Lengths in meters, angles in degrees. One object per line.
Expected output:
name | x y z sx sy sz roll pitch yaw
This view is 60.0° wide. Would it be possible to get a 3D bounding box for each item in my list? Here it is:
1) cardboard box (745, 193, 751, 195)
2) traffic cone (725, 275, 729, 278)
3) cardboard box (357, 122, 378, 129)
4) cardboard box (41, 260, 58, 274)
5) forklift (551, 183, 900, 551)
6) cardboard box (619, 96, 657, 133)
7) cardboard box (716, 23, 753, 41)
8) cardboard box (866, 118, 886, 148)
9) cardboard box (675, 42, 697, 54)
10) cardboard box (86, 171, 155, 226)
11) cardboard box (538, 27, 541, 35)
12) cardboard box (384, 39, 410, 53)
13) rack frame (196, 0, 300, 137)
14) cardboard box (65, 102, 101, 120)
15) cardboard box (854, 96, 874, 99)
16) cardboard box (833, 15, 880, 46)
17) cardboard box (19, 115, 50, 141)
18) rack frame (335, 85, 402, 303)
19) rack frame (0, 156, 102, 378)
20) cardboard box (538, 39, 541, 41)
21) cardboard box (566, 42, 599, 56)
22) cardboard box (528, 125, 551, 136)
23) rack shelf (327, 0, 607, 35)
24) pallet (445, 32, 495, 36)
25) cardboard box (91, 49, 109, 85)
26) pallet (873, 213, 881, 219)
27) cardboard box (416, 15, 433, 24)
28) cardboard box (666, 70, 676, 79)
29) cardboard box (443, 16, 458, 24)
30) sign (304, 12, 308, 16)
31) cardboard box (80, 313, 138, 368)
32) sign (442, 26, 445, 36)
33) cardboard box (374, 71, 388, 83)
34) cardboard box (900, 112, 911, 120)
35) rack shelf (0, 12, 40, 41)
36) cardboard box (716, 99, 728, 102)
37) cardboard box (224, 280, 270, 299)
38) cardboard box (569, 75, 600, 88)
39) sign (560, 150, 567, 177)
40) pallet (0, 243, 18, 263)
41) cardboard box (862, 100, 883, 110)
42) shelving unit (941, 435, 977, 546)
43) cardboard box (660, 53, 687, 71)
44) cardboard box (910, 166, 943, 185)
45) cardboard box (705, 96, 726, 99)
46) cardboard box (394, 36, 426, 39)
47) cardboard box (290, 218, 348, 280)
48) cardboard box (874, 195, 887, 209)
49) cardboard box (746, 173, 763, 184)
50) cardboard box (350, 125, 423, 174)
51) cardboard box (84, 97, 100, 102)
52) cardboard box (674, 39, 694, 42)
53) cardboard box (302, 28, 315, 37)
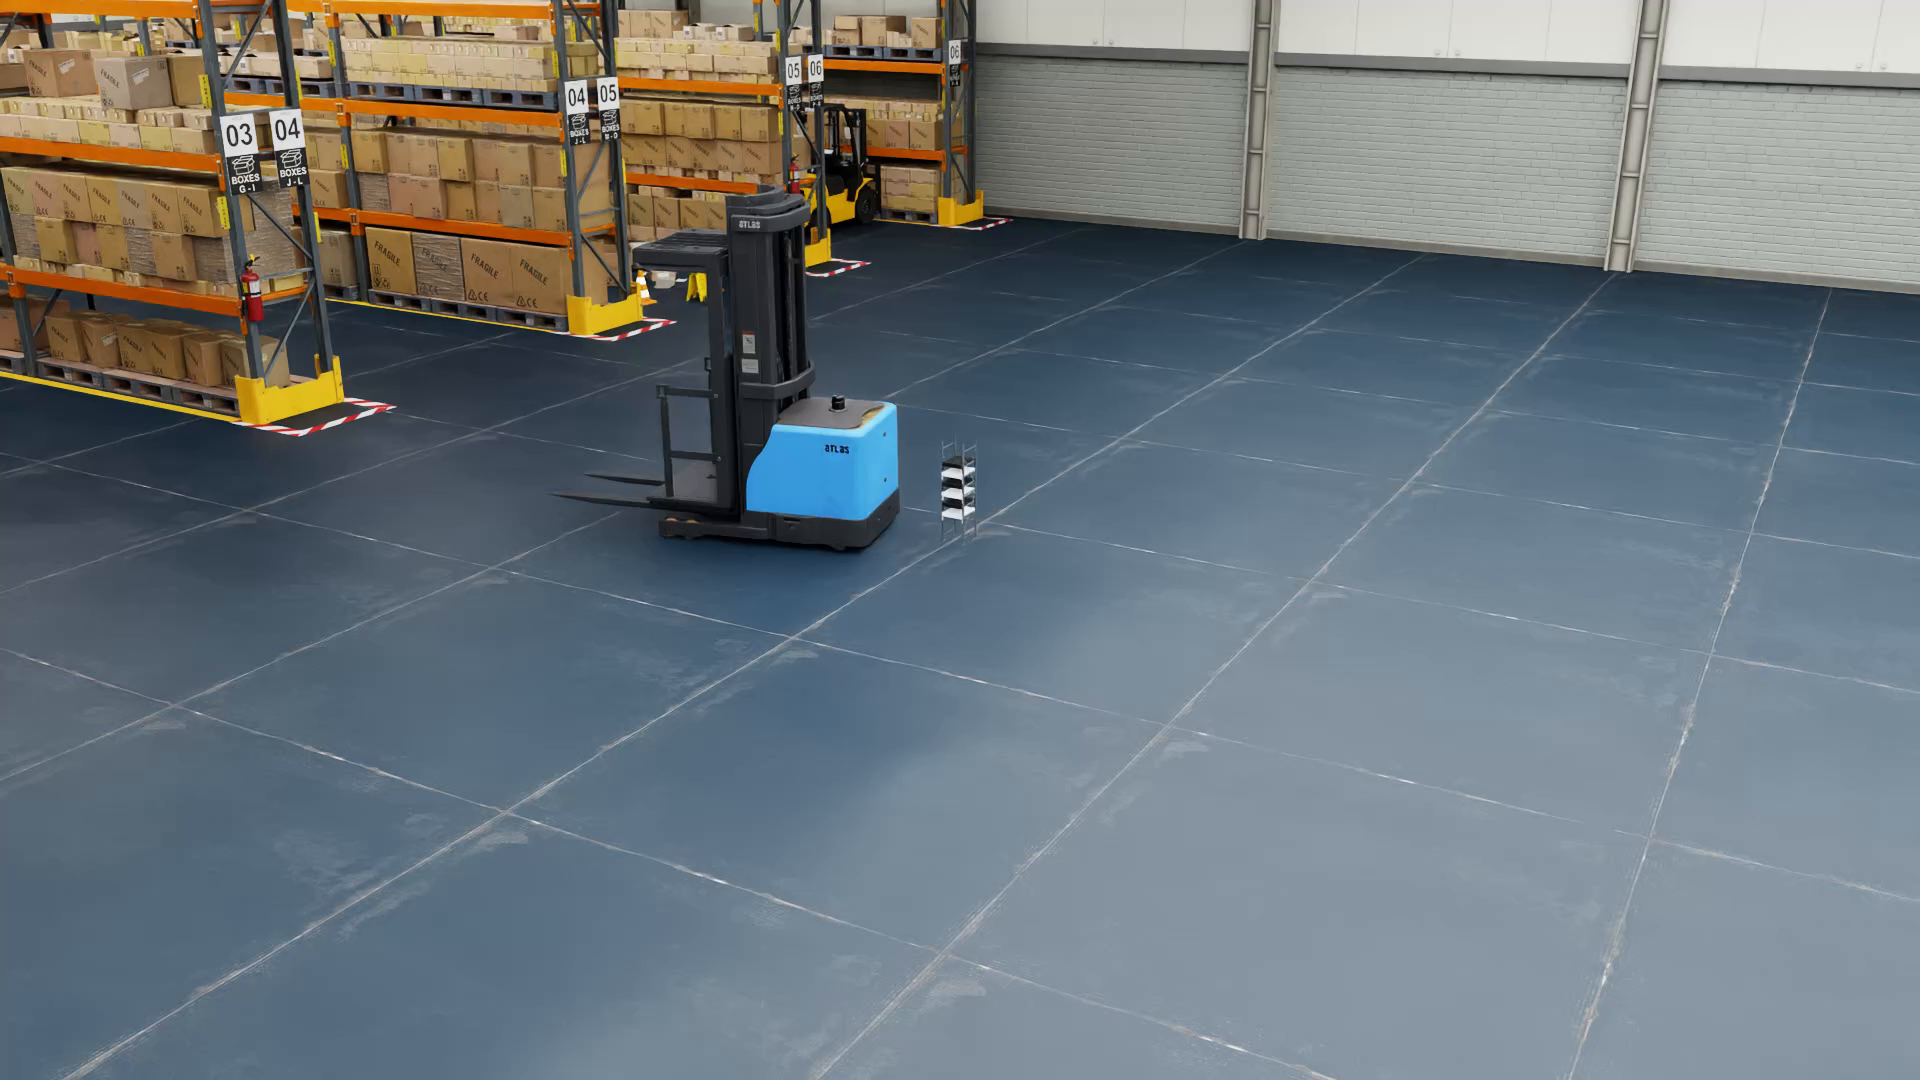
cardboard box | -3.473 -5.334 26.986 0.500 0.500 0.500 10 22 25
traffic cone | -3.429 -4.265 25.445 0.334 0.463 0.336 11 23 27
cardboard box | -10.405 -7.354 29.727 0.500 0.250 0.500 10 22 26
cardboard box | -10.265 -3.163 19.055 0.250 0.149 0.380 11 23 27
forklift | -2.113 -1.551 14.342 3.031 2.935 1.130 5 21 15
cardboard box | -5.203 -6.863 26.837 0.500 0.500 0.700 11 23 28
cardboard box | -4.250 -9.574 31.330 0.500 0.311 0.500 10 22 26
cardboard box | -1.461 -7.473 30.422 0.500 0.500 0.500 10 22 26
cardboard box | -4.219 -7.650 25.857 0.250 0.149 0.380 11 23 29
cardboard box | -9.165 -3.746 18.243 0.500 0.500 0.500 11 23 27
cardboard box | -8.284 -10.278 33.537 0.250 0.149 0.380 11 23 28
cardboard box | -7.425 -6.568 22.111 0.250 0.149 0.380 10 22 26
rack frame | -7.257 -5.640 16.718 0.127 3.000 1.000 11 23 27
cardboard box | -9.459 -4.661 18.051 0.250 0.149 0.380 10 22 26
cardboard box | -1.765 -8.168 30.951 0.250 0.149 0.380 12 23 29
cardboard box | -1.850 -9.261 30.185 0.637 0.503 0.797 12 23 29
cardboard box | -10.017 -4.587 18.434 0.500 0.250 0.500 11 22 27
rack frame | -8.242 -4.945 23.599 0.127 3.000 1.000 11 23 27
rack frame | -10.750 -3.485 19.574 0.127 3.000 1.000 11 23 27
cardboard box | -7.125 -8.350 28.191 0.500 0.250 0.500 11 22 27
cardboard box | -4.886 -6.341 21.486 0.250 0.149 0.380 11 23 28
cardboard box | -6.865 -6.910 27.818 0.500 0.500 0.500 11 23 28
rack shelf | -6.496 -6.906 21.850 4.000 0.370 1.077 11 23 27
pallet | -9.948 -10.437 34.614 1.003 0.211 1.213 11 23 27
cardboard box | -12.800 -7.166 25.176 0.500 0.500 0.500 11 23 27
pallet | -1.756 -6.256 31.301 1.213 0.211 1.003 11 23 27
cardboard box | -11.041 -10.971 34.862 0.500 0.250 0.500 11 23 27
cardboard box | -4.416 -7.345 26.186 0.250 0.149 0.380 11 23 28
cardboard box | -10.436 -10.740 34.346 0.250 0.149 0.380 12 23 29
sign | -14.240 -11.569 36.178 0.005 0.325 0.100 11 23 27
cardboard box | -9.916 -2.336 19.456 0.500 0.500 0.500 -17 26 -39
sign | -9.142 -8.915 29.386 0.005 0.325 0.100 11 23 27
cardboard box | -7.646 -6.235 22.363 0.250 0.149 0.380 11 23 27
cardboard box | -0.881 -7.670 30.012 0.250 0.149 0.380 11 23 28
rack shelf | -12.496 -6.112 19.659 4.000 0.370 1.077 11 23 27
cardboard box | -4.622 -8.355 31.900 0.250 0.149 0.380 10 22 26
cardboard box | -7.607 -2.688 17.745 0.250 0.149 0.380 11 23 27
cardboard box | -4.893 -5.969 21.628 0.250 0.149 0.380 11 23 28
sign | -5.027 -4.776 21.088 0.005 0.325 0.100 11 23 27
pallet | -11.346 -3.565 20.077 1.213 0.211 1.003 11 23 27
cardboard box | -1.586 -7.920 30.265 0.250 0.149 0.380 11 23 28
shelving unit | -0.007 -0.424 14.215 0.210 0.900 0.258 11 23 27
cardboard box | -4.338 -7.507 26.046 0.500 0.250 0.500 11 23 28
cardboard box | -0.561 -6.607 30.131 0.500 0.250 0.500 12 23 29
cardboard box | -4.789 -8.616 32.620 0.250 0.149 0.380 11 22 27
cardboard box | -7.547 -6.848 22.883 0.250 0.149 0.380 11 23 27
cardboard box | -9.669 -4.323 24.567 0.750 0.750 1.050 11 23 27
cardboard box | -1.433 -6.309 30.775 0.500 0.250 0.500 11 23 28
cardboard box | -3.131 -5.660 25.937 0.250 0.149 0.380 10 22 27
cardboard box | -7.937 -5.452 23.192 0.550 0.550 0.875 11 23 27
cardboard box | -9.621 -4.918 18.762 0.250 0.149 0.380 10 22 26
cardboard box | -4.368 -7.919 26.597 0.250 0.149 0.380 11 23 28
cardboard box | -12.029 -9.247 30.575 0.500 0.311 0.500 11 23 27
